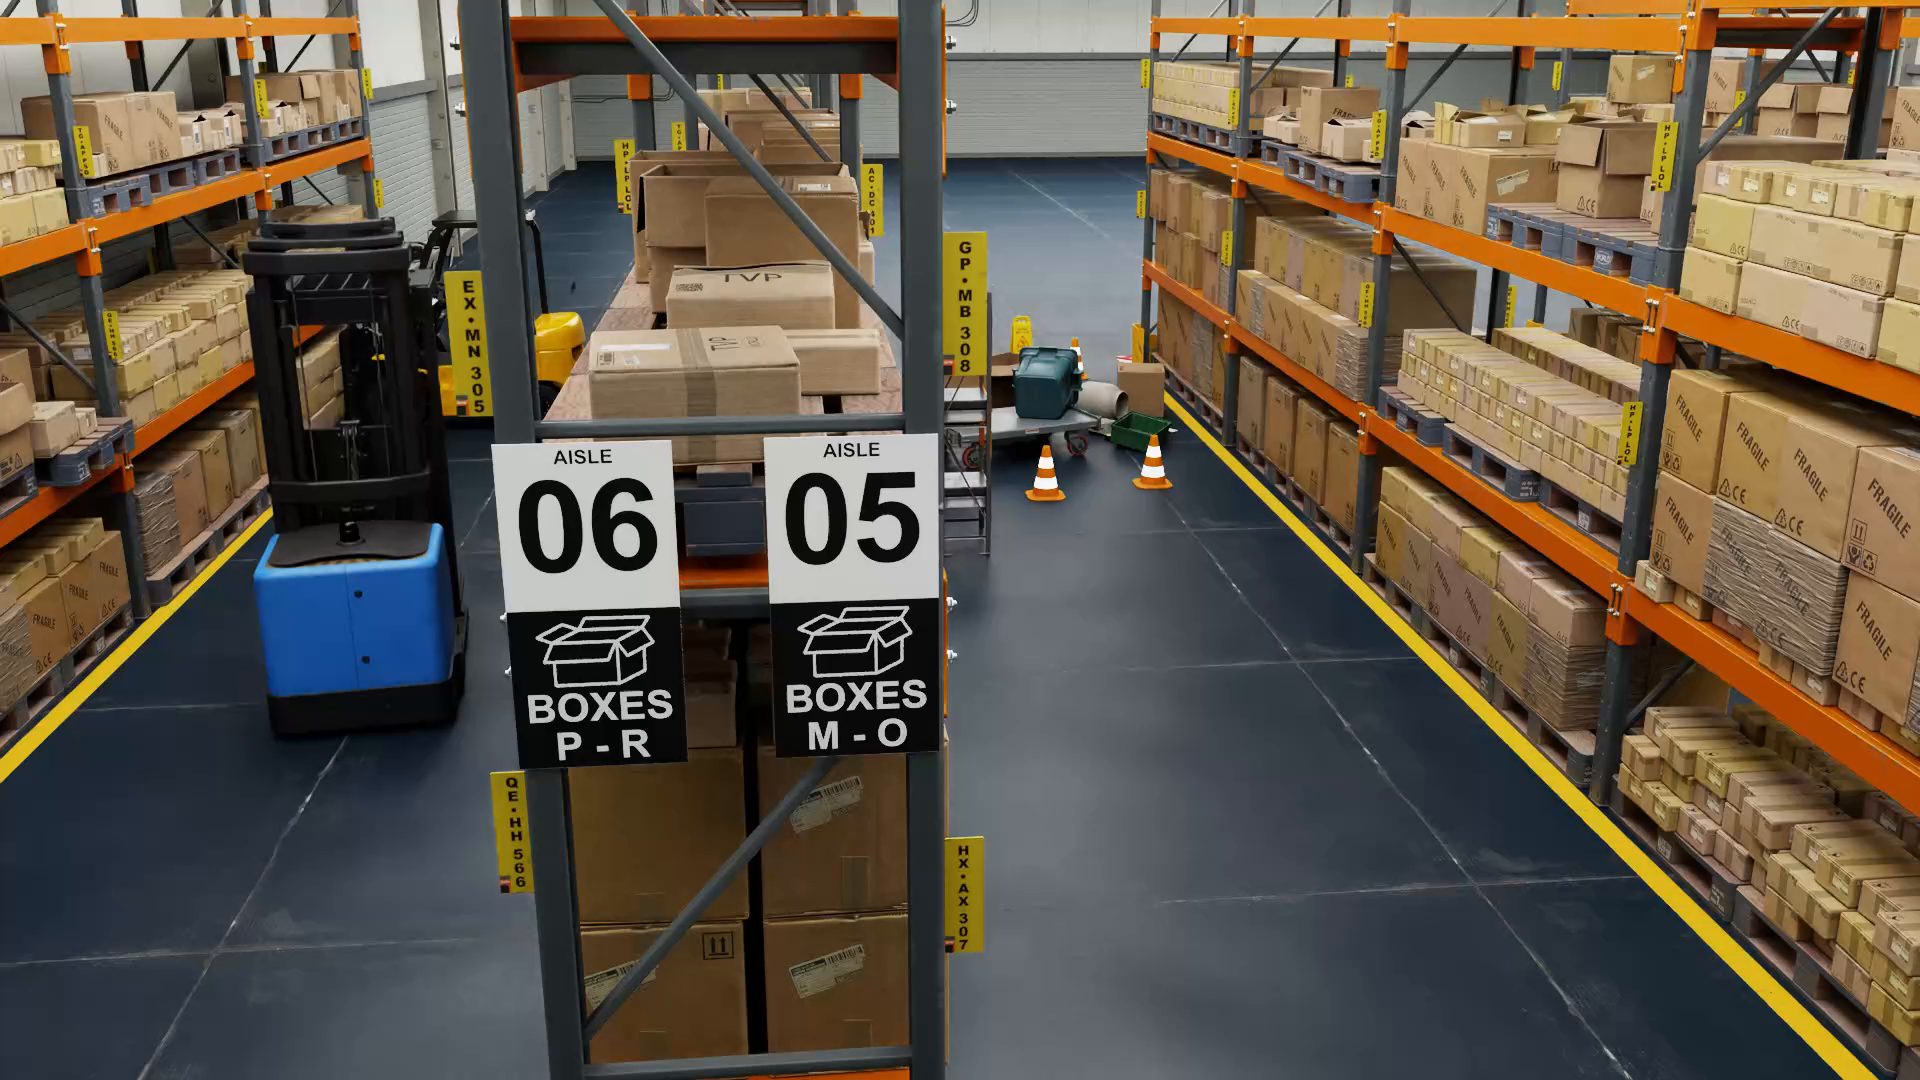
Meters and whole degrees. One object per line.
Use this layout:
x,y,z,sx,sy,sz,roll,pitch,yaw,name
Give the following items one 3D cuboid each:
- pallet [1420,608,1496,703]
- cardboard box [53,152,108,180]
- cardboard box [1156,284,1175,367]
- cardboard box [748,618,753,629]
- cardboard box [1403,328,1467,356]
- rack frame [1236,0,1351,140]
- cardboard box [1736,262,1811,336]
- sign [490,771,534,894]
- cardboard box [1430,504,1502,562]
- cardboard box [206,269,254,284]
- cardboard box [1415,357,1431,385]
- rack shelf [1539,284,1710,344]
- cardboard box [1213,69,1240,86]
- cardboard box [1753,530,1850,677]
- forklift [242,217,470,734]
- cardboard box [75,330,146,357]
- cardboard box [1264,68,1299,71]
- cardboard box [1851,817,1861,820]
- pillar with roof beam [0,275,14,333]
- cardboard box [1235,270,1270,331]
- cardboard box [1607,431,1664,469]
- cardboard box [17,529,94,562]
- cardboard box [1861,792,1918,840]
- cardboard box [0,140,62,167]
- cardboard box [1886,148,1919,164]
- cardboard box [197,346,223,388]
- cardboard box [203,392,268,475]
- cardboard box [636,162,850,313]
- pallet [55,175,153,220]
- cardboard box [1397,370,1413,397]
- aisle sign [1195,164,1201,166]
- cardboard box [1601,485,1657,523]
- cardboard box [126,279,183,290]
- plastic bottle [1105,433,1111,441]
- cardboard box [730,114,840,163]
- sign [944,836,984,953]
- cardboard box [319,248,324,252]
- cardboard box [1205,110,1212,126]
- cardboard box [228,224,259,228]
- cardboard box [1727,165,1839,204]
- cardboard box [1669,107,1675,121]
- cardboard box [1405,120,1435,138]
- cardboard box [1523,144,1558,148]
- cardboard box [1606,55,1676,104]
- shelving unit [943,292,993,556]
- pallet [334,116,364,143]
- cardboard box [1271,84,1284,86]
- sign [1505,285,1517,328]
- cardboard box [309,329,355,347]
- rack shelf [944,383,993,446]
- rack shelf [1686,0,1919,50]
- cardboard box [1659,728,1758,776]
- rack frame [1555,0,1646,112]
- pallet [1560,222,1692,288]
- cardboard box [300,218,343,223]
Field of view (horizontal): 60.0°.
3.748,0.728,11.007,1.003,0.211,1.213,-2,18,-6,pallet
-6.038,-2.542,11.280,0.380,0.166,0.250,-2,18,-6,cardboard box
2.857,-2.568,19.697,0.875,0.875,0.875,-2,18,-5,cardboard box
-1.009,0.255,6.021,0.500,0.500,0.500,-2,18,-6,cardboard box
3.402,-1.418,11.910,0.380,0.149,0.250,-2,18,-6,cardboard box
3.134,-5.252,15.384,1.000,3.000,0.127,-2,18,-6,rack frame
3.805,-1.071,7.324,0.500,0.250,0.500,-2,18,-6,cardboard box
-1.083,0.715,4.062,0.100,0.325,0.005,-2,18,-6,sign
3.467,-0.052,11.055,0.500,0.250,0.500,-2,18,-5,cardboard box
-6.460,-2.315,14.793,0.380,0.149,0.250,-1,17,-4,cardboard box
3.426,-1.190,11.681,0.380,0.149,0.250,-1,17,-3,cardboard box
7.871,-2.766,18.680,1.077,0.370,4.000,-2,18,-6,rack shelf
2.728,-4.579,16.467,0.380,0.149,0.250,-2,18,-6,cardboard box
3.833,0.257,7.186,0.500,0.500,0.500,-2,18,-7,cardboard box
-3.920,-0.656,10.873,1.130,2.935,3.031,-4,18,-13,forklift
-6.073,-1.402,11.884,0.380,0.149,0.250,-1,17,-4,cardboard box
3.327,-4.753,17.020,0.380,0.149,0.250,-2,17,-5,cardboard box
4.367,1.408,7.747,0.380,0.149,0.250,-1,17,-4,cardboard box
-3.053,-4.217,12.085,9.100,9.000,0.400,-2,18,-6,pillar with roof beam
2.920,-2.273,15.742,0.500,0.500,0.500,-2,17,-5,cardboard box
3.723,-0.485,8.938,0.380,0.149,0.250,-1,17,-3,cardboard box
-5.942,0.042,10.926,0.380,0.149,0.250,-3,18,-9,cardboard box
4.422,1.274,7.677,0.380,0.149,0.250,-3,18,-8,cardboard box
-5.974,-2.459,10.583,0.380,0.149,0.250,-1,17,-4,cardboard box
8.083,-3.112,13.825,0.500,0.250,0.500,-1,17,-4,cardboard box
-6.265,-1.387,13.337,0.500,0.250,0.500,-1,17,-4,cardboard box
-6.651,-0.965,15.006,0.875,0.625,0.625,-1,17,-3,cardboard box
-0.783,-1.151,6.288,0.797,0.503,0.637,0,17,-1,cardboard box
-6.463,-2.401,11.626,1.213,0.211,1.003,-1,17,-3,pallet
3.392,-1.139,12.017,0.380,0.149,0.250,-2,18,-6,cardboard box
3.012,-4.853,19.786,0.394,0.787,0.004,-2,18,-6,aisle sign
3.721,-0.199,9.022,0.380,0.149,0.250,-2,18,-7,cardboard box
-6.893,-2.142,14.244,0.380,0.149,0.250,-2,18,-6,cardboard box
1.604,-1.024,16.836,0.133,0.061,0.283,-12,21,-34,plastic bottle
-1.076,-2.405,10.455,0.700,0.500,0.500,-3,18,-8,cardboard box
0.011,0.902,4.219,0.100,0.325,0.005,-2,18,-6,sign
-6.591,-2.895,16.641,0.380,0.149,0.250,-2,18,-7,cardboard box
2.697,-4.276,16.834,0.380,0.149,0.250,-2,18,-5,cardboard box
-7.145,-3.096,16.786,0.380,0.149,0.250,-1,17,-4,cardboard box
3.743,-1.619,7.567,0.380,0.149,0.250,-3,18,-8,cardboard box
7.701,-4.466,17.472,0.380,0.149,0.250,-1,17,-4,cardboard box
3.690,-3.057,12.681,0.500,0.311,0.500,-2,18,-6,cardboard box
3.922,-2.366,11.032,0.500,0.500,0.500,-2,18,-6,cardboard box
7.549,-5.114,18.451,0.500,0.500,0.500,-2,18,-6,cardboard box
0.017,-0.952,13.205,0.431,2.100,0.503,-2,18,-6,shelving unit
-7.082,-4.422,17.894,1.003,0.211,1.213,-2,18,-6,pallet
3.308,-4.444,16.703,0.500,0.250,0.500,-2,18,-6,cardboard box
4.085,-1.733,12.387,0.100,0.325,0.005,-2,18,-6,sign
-6.606,-2.029,17.353,0.500,0.250,0.500,-2,18,-7,cardboard box
0.017,-0.939,13.210,0.431,0.518,0.480,-2,18,-6,rack shelf
4.165,-1.928,6.002,1.077,0.370,4.000,-2,18,-6,rack shelf
3.758,1.062,8.351,0.380,0.149,0.250,-1,17,-3,cardboard box
7.665,-6.567,19.572,1.000,3.000,0.127,-2,18,-6,rack frame
4.001,-1.535,8.865,1.213,0.211,1.003,-2,18,-6,pallet
-6.651,-3.266,17.326,0.380,0.149,0.250,-1,17,-5,cardboard box
